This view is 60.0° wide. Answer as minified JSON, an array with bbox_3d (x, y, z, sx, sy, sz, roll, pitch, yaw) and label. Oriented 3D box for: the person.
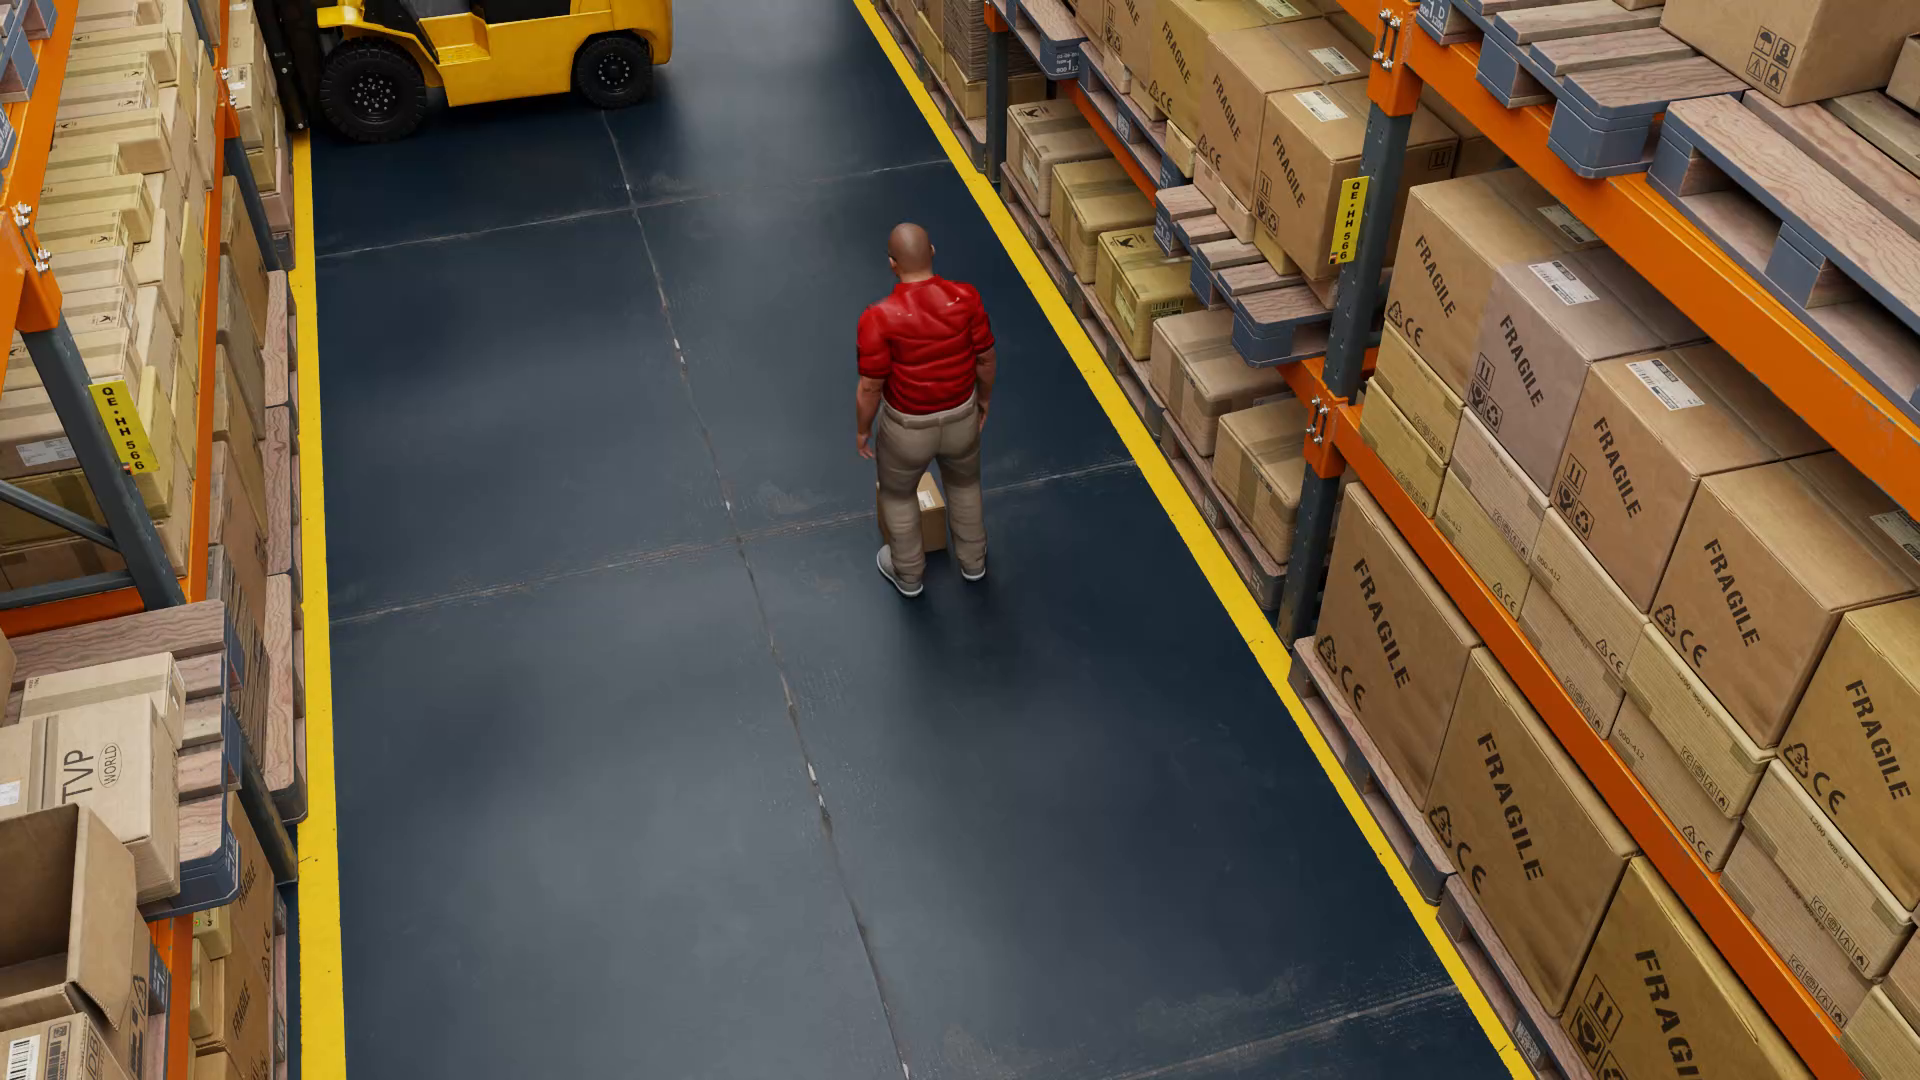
[{"bbox_3d":[-0.138,-0.496,6.722,0.603,1.726,0.394,-14,44,-15],"label":"person"}]
